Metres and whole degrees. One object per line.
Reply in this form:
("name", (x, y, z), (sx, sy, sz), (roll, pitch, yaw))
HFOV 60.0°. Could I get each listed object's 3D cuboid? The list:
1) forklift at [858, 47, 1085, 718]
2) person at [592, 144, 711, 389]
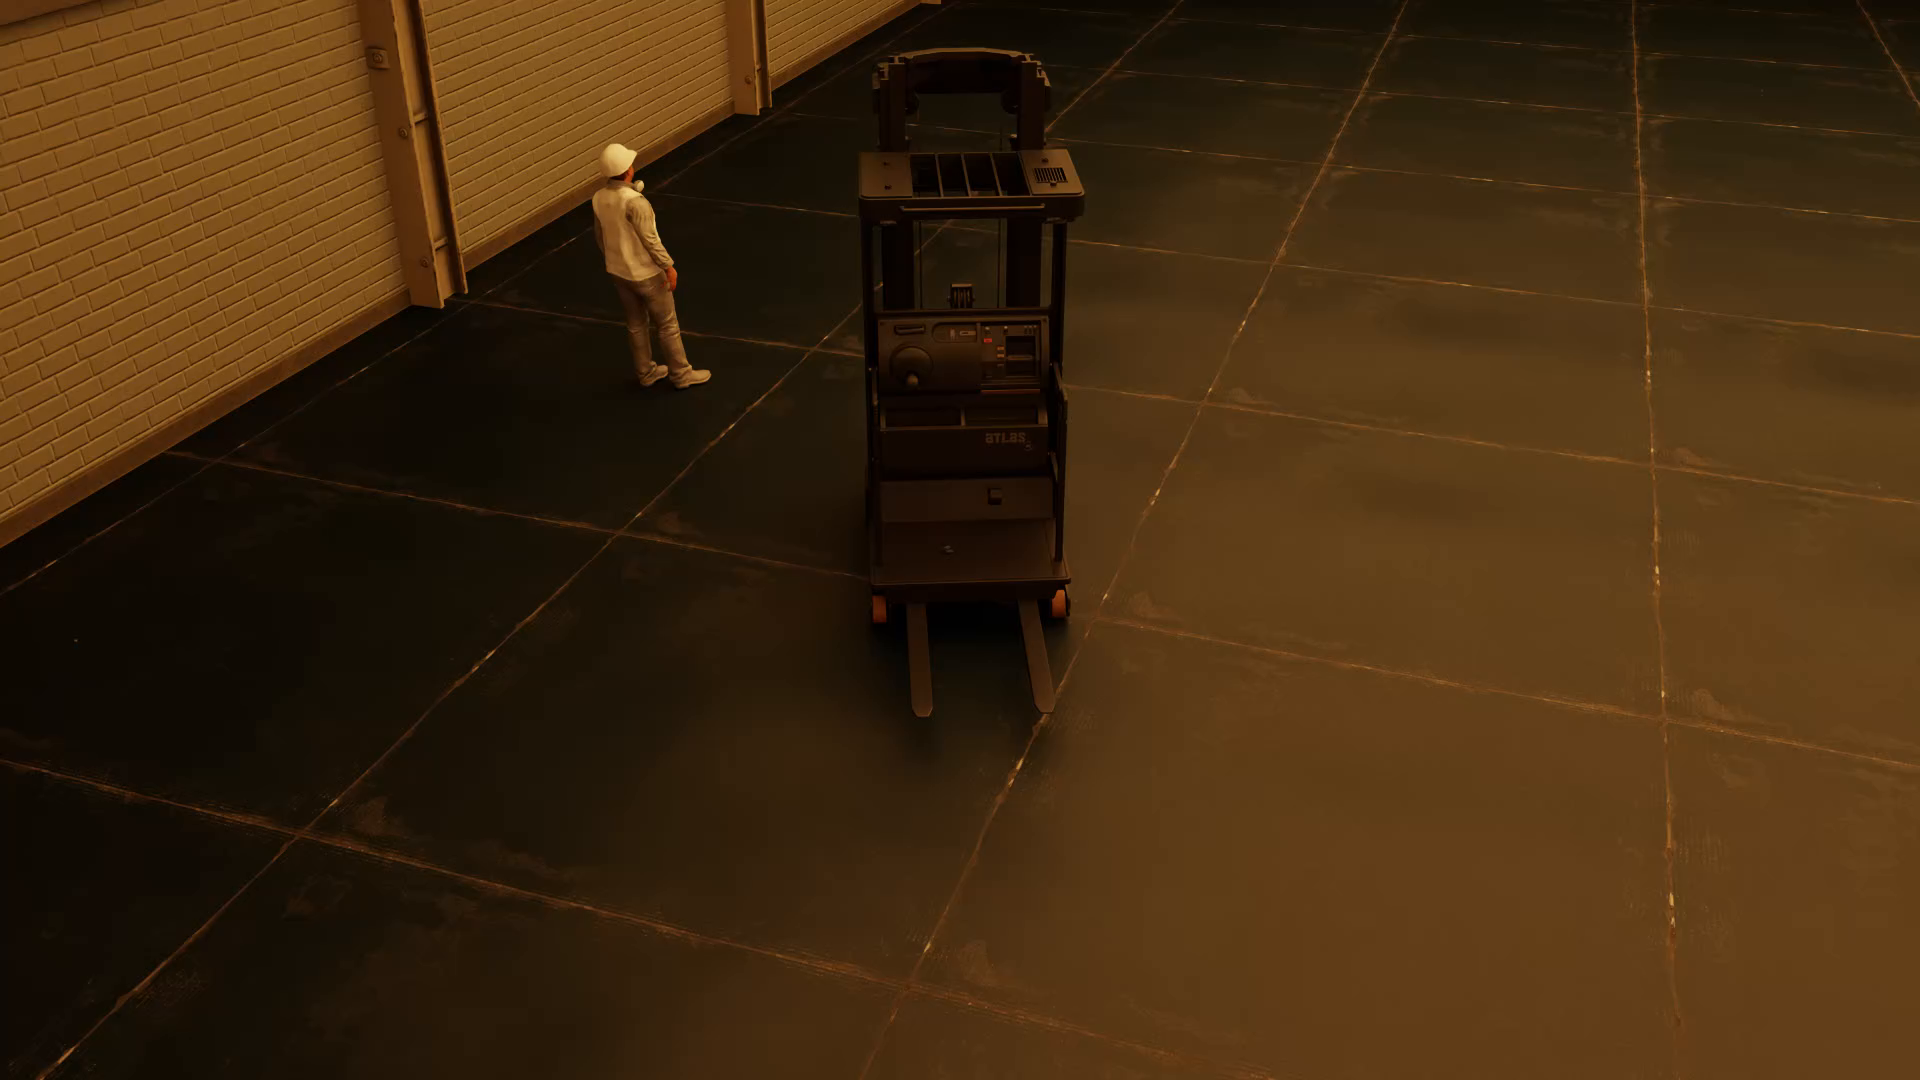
("forklift", (0.035, -0.972, 8.842), (1.130, 2.935, 3.031), (-2, 30, -3))
("person", (-2.208, -1.926, 11.668), (0.630, 1.773, 0.570), (20, 35, 30))
